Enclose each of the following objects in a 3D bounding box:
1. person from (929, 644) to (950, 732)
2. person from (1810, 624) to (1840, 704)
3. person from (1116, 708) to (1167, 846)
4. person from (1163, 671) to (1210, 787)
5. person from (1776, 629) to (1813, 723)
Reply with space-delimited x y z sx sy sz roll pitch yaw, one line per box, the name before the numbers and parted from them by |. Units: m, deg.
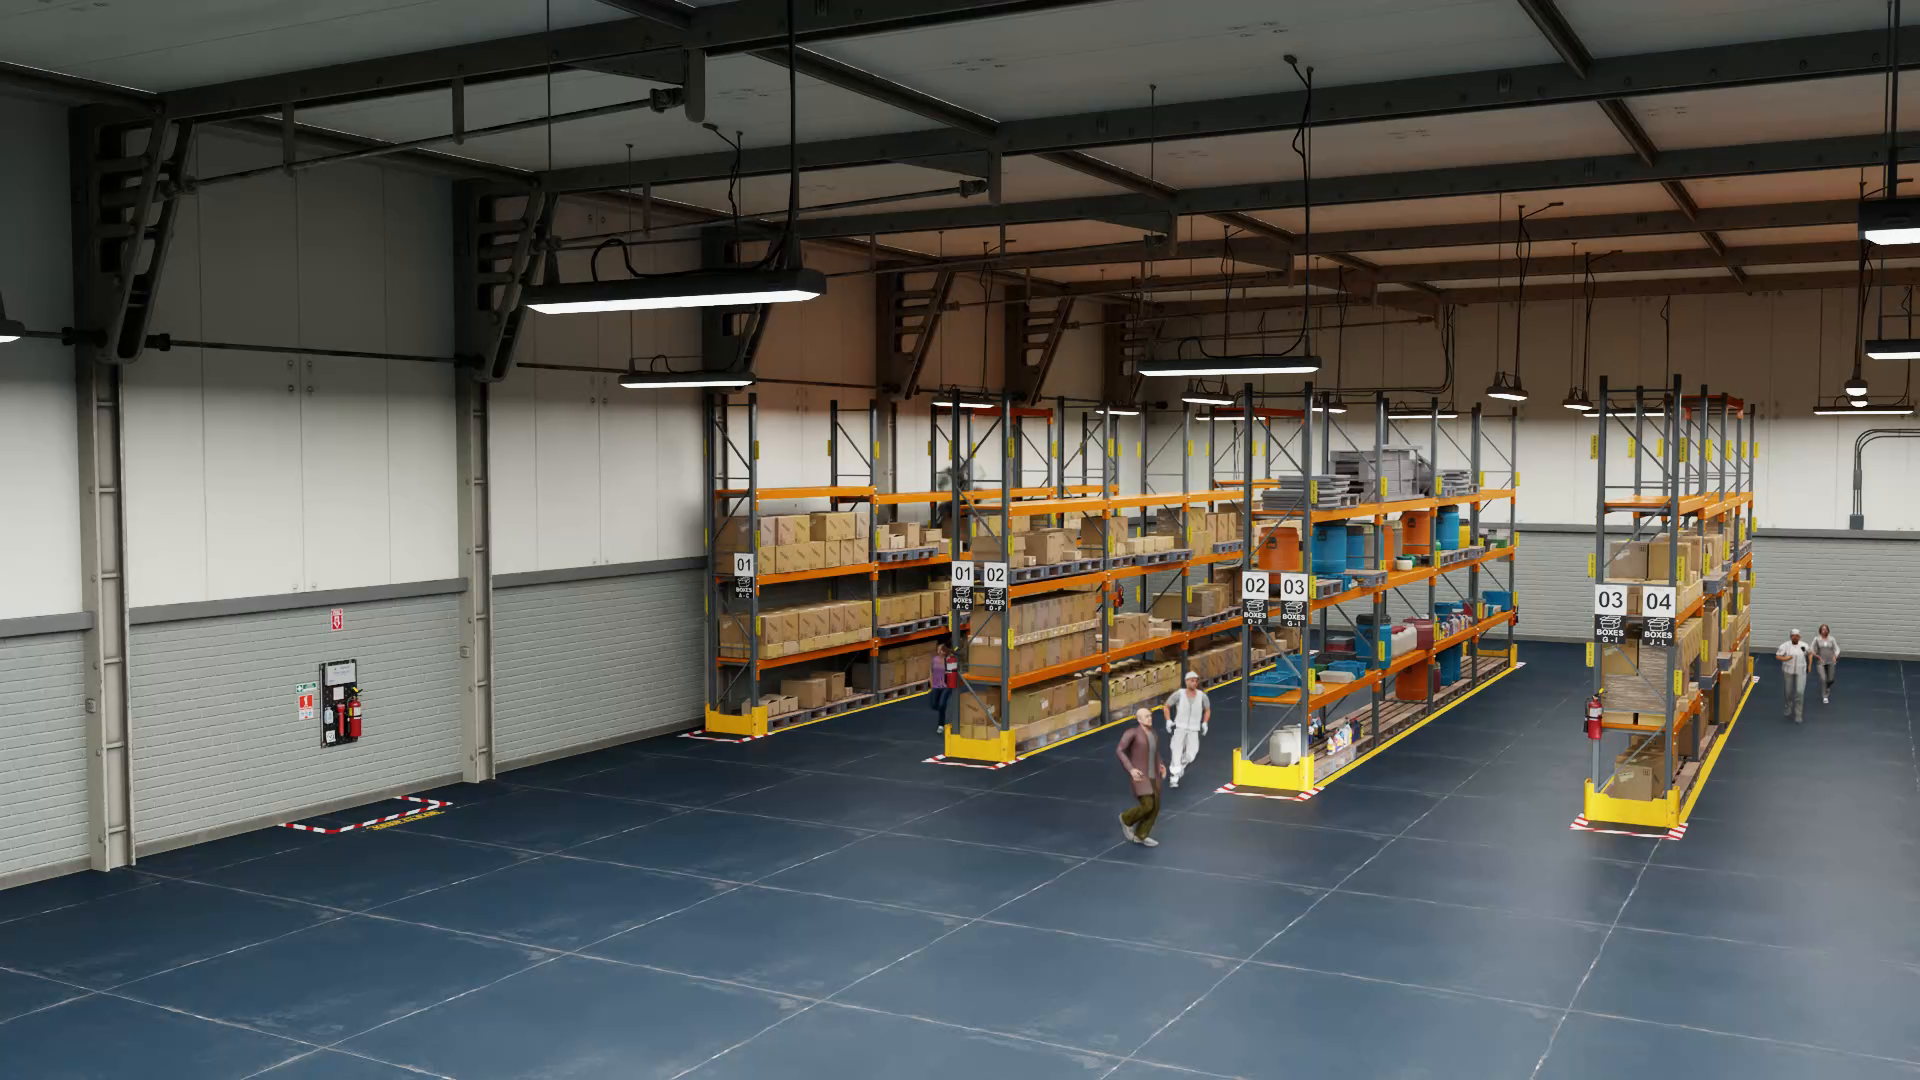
person | -0.326 2.631 29.639 0.542 1.561 0.570 1 3 23
person | 17.142 2.448 32.984 0.547 1.556 0.518 1 3 23
person | 2.302 2.995 21.080 0.696 1.741 0.602 -3 4 -40
person | 3.373 2.813 24.685 0.712 1.735 0.559 0 3 2
person | 15.470 2.493 30.850 0.624 1.686 0.874 1 3 25
